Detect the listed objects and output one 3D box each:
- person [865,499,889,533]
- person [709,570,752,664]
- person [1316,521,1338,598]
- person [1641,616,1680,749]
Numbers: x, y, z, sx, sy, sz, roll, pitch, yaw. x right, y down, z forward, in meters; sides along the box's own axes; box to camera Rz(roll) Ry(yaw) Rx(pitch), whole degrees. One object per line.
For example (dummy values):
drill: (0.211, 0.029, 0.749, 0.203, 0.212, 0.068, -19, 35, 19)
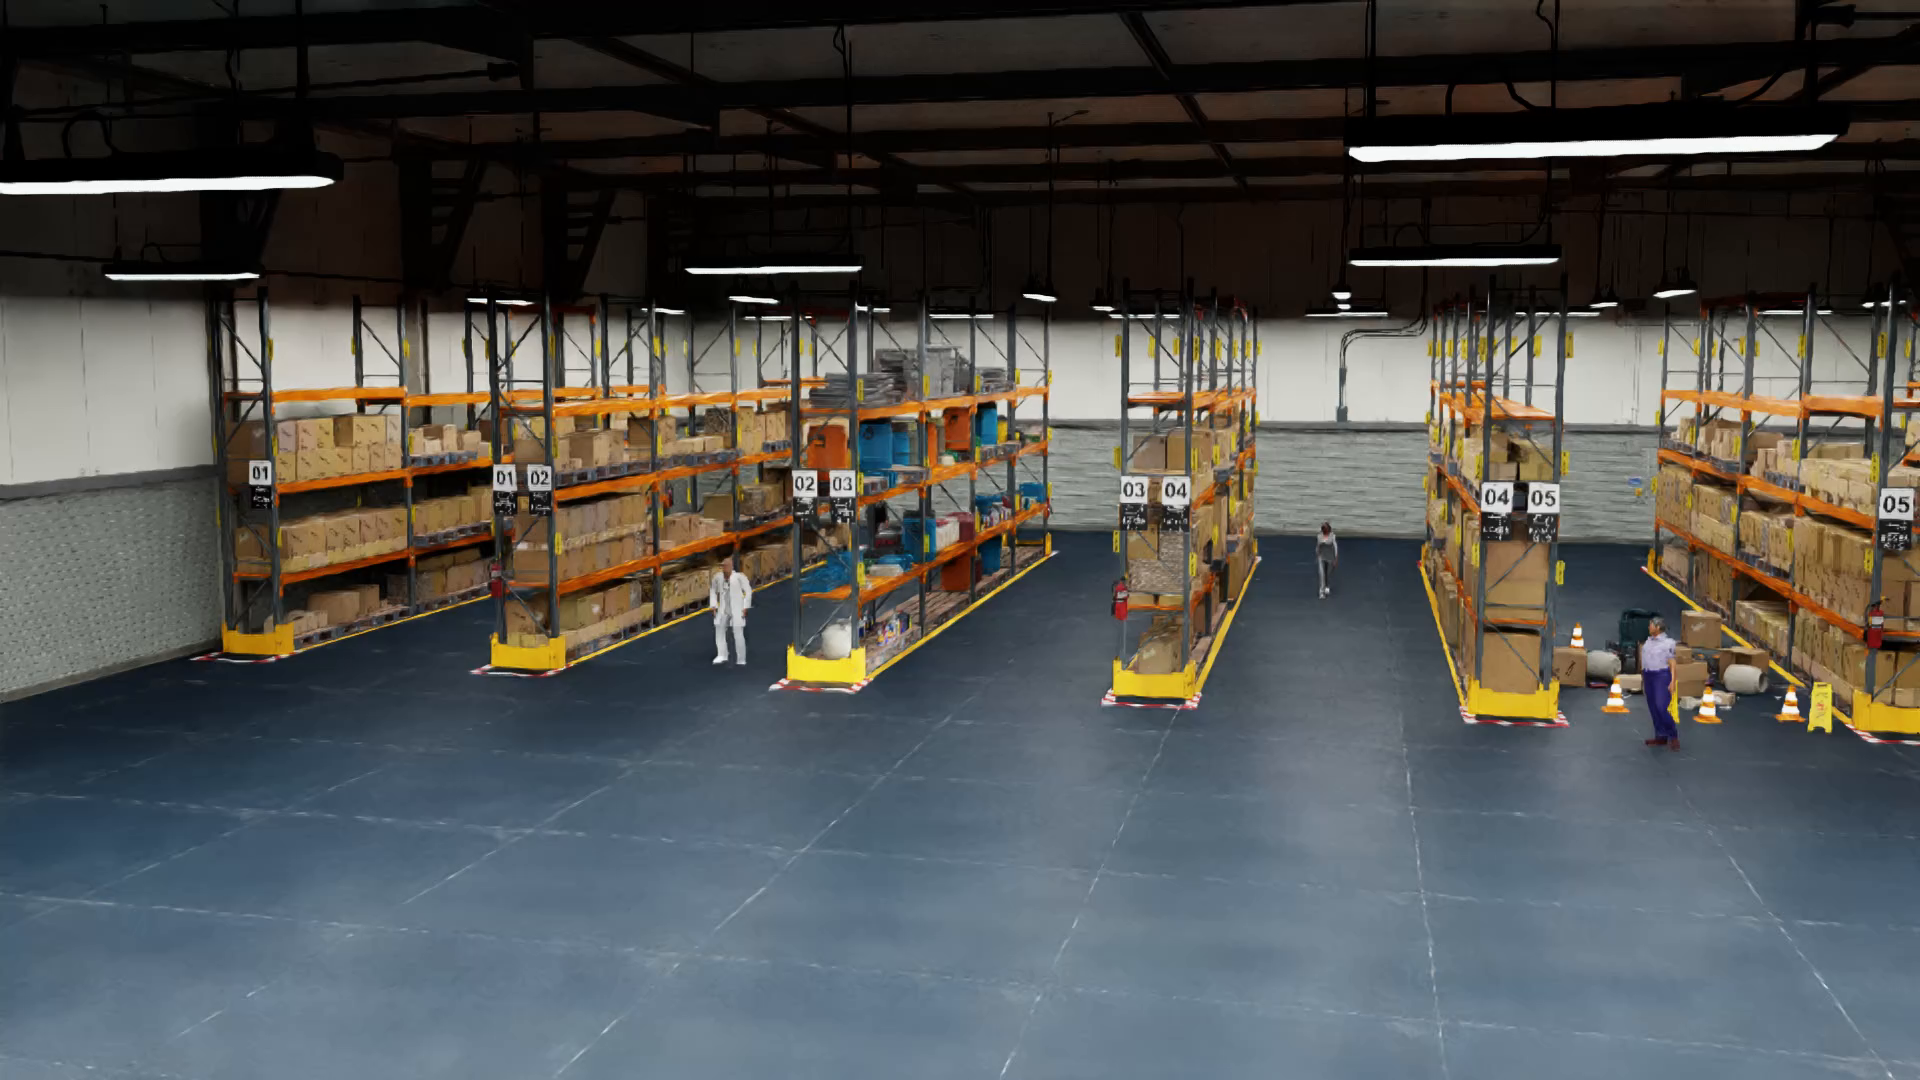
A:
person: (-2.007, -0.484, 40.362, 0.543, 1.601, 0.944, 2, 7, 15)
person: (-3.641, 1.212, 26.427, 0.729, 1.545, 0.533, 1, 7, 12)
person: (7.397, 0.382, 33.525, 0.432, 1.539, 0.947, 1, 7, 12)
person: (8.842, 1.786, 20.954, 0.409, 1.630, 0.602, -2, 7, -15)
